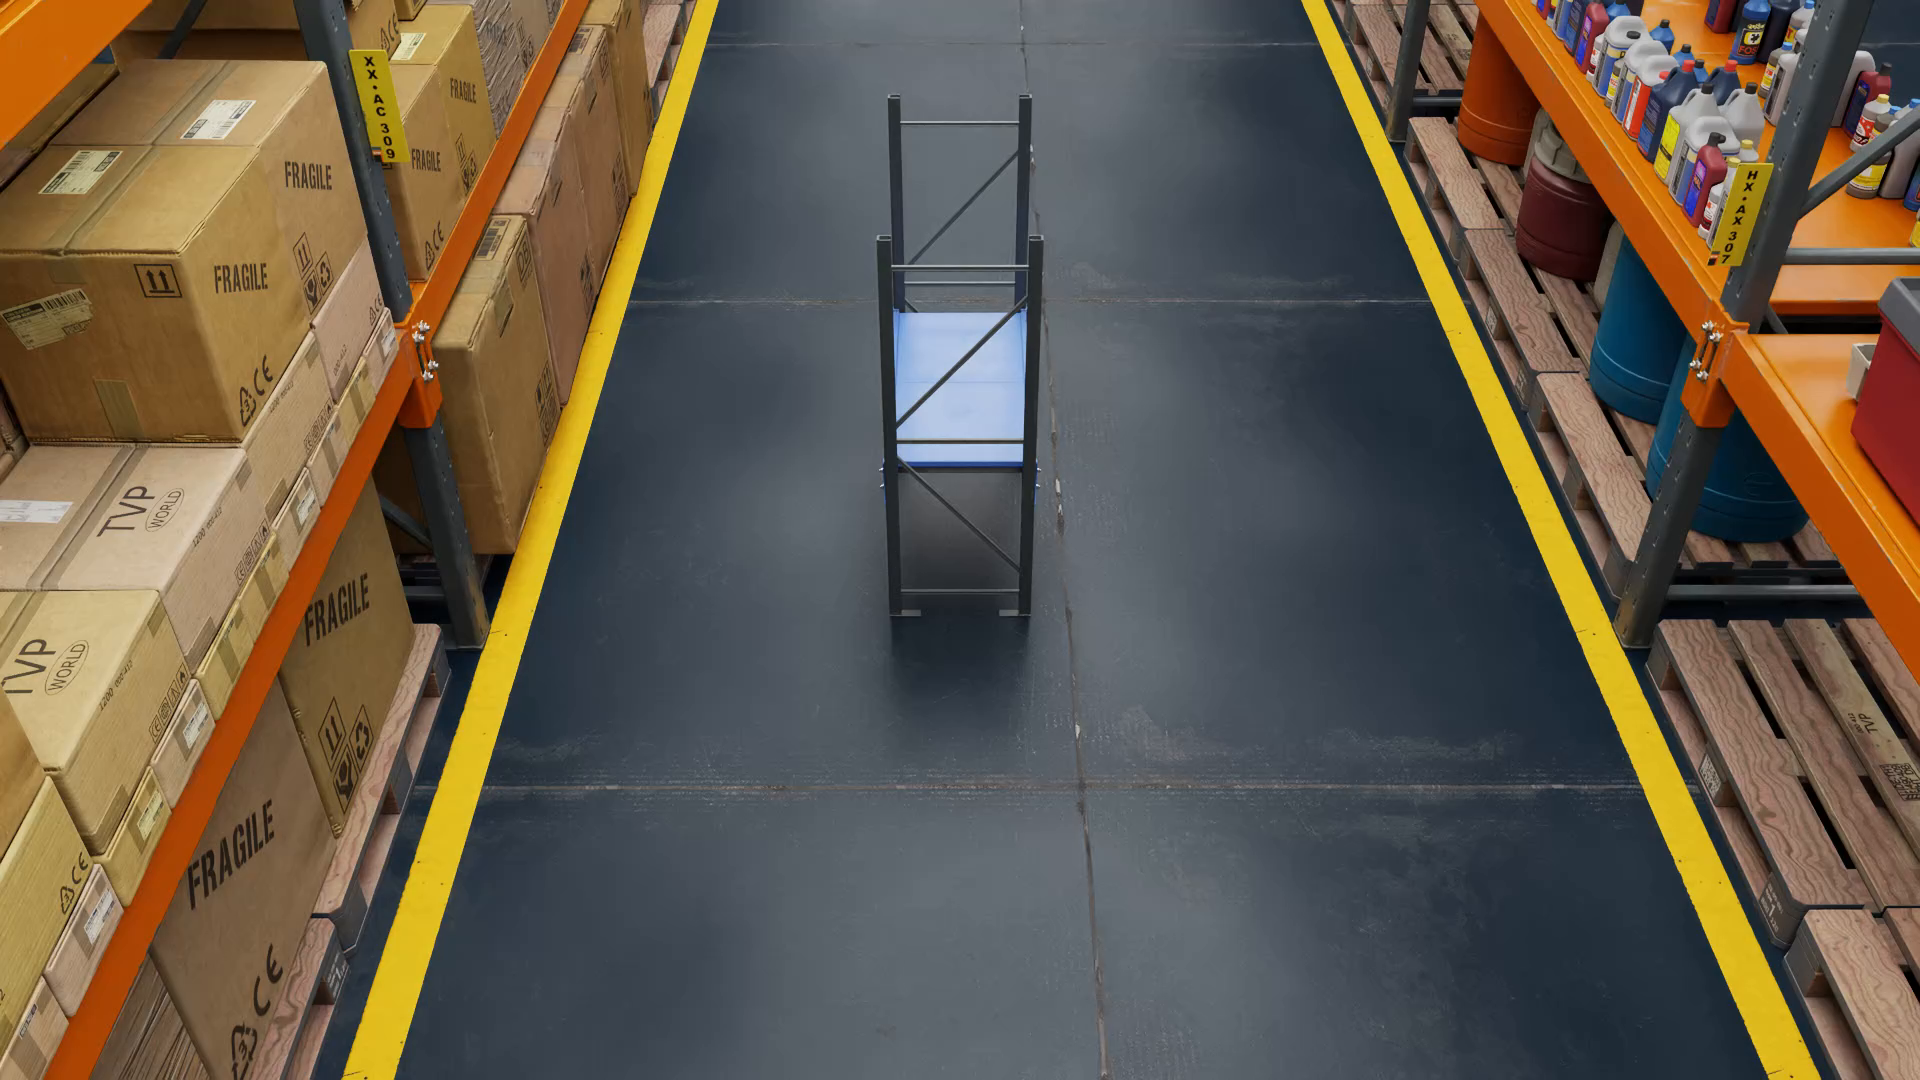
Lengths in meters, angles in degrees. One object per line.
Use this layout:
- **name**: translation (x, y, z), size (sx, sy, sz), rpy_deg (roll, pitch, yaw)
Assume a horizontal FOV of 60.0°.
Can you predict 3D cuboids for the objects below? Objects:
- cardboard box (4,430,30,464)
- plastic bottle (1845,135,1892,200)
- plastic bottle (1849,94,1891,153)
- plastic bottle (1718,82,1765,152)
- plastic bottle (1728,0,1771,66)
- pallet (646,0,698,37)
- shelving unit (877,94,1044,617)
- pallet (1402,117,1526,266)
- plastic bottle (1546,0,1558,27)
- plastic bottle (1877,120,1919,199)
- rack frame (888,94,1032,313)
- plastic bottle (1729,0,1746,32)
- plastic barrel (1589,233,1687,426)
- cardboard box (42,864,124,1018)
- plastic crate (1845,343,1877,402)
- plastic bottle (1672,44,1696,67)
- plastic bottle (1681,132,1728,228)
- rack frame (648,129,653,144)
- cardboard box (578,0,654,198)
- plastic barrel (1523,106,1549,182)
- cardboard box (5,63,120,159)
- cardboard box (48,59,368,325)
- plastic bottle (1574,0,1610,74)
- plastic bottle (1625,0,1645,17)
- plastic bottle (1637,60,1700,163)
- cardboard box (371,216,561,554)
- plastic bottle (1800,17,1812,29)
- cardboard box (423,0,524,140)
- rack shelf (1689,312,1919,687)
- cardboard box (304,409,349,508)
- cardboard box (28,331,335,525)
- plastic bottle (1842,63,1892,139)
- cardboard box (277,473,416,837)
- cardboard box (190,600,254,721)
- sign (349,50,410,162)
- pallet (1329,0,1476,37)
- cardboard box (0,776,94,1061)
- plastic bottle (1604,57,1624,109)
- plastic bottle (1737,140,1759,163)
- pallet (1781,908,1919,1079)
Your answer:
- **cardboard box**: translation (-2.419, -0.276, 4.077), size (0.500, 0.250, 0.500), rpy_deg (0, 39, 0)
- **plastic bottle**: translation (3.055, -1.256, 5.577), size (0.097, 0.201, 0.097), rpy_deg (0, 39, 0)
- **plastic bottle**: translation (3.207, -1.462, 5.834), size (0.097, 0.201, 0.097), rpy_deg (0, 39, 0)
- **plastic bottle**: translation (2.615, -1.382, 5.615), size (0.144, 0.351, 0.185), rpy_deg (0, 39, 0)
- **plastic bottle**: translation (3.061, -1.984, 6.430), size (0.097, 0.271, 0.097), rpy_deg (0, 39, 0)
- **pallet**: translation (-2.156, -3.486, 10.431), size (1.003, 0.211, 1.213), rpy_deg (0, 39, 0)
- **shelving unit**: translation (0.000, -0.639, 5.848), size (0.538, 1.500, 1.048), rpy_deg (0, 39, 0)
- **pallet**: translation (2.837, -1.747, 8.261), size (1.003, 0.211, 1.213), rpy_deg (0, 39, 0)
- **plastic bottle**: translation (2.446, -2.212, 6.715), size (0.097, 0.271, 0.097), rpy_deg (0, 39, 0)
- **plastic bottle**: translation (3.180, -1.297, 5.569), size (0.152, 0.276, 0.135), rpy_deg (0, 39, 0)
- **rack frame**: translation (-0.001, -0.956, 6.244), size (0.500, 1.500, 0.032), rpy_deg (0, 39, 0)
- **plastic bottle**: translation (3.182, -2.242, 6.688), size (0.144, 0.351, 0.185), rpy_deg (0, 39, 0)
- **plastic barrel**: translation (2.815, -0.955, 6.385), size (0.600, 0.901, 0.708), rpy_deg (0, 39, 0)
- **cardboard box**: translation (-1.823, 0.750, 3.116), size (0.380, 0.149, 0.250), rpy_deg (0, 39, -1)
- **plastic crate**: translation (2.657, -0.456, 4.583), size (0.396, 0.136, 0.243), rpy_deg (0, 39, 0)
- **plastic bottle**: translation (2.599, -1.662, 6.029), size (0.097, 0.271, 0.097), rpy_deg (0, 39, 0)
- **plastic bottle**: translation (2.430, -1.172, 5.407), size (0.061, 0.283, 0.133), rpy_deg (0, 39, 0)
- **rack frame**: translation (-2.158, -3.324, 8.000), size (1.000, 3.000, 0.127), rpy_deg (0, 39, 0)
- **cardboard box**: translation (-2.178, -2.228, 7.994), size (1.225, 0.875, 0.875), rpy_deg (-2, 39, -2)
- **plastic barrel**: translation (2.902, -1.862, 7.829), size (0.421, 0.512, 0.421), rpy_deg (0, 39, 0)
- **cardboard box**: translation (-2.409, -0.874, 4.224), size (0.500, 0.500, 0.500), rpy_deg (0, 39, 0)
- **cardboard box**: translation (-1.886, -0.886, 4.239), size (0.500, 0.500, 0.500), rpy_deg (1, 39, 1)
- **plastic bottle**: translation (2.428, -1.945, 6.372), size (0.061, 0.283, 0.133), rpy_deg (0, 39, 0)
- **plastic bottle**: translation (2.622, -2.155, 6.580), size (0.144, 0.351, 0.185), rpy_deg (0, 39, 0)
- **plastic bottle**: translation (2.471, -1.498, 5.759), size (0.144, 0.351, 0.185), rpy_deg (0, 39, 0)
- **cardboard box**: translation (-2.174, -0.558, 5.911), size (1.225, 0.875, 0.875), rpy_deg (0, 39, 0)
- **plastic bottle**: translation (3.206, -1.863, 6.279), size (0.097, 0.271, 0.097), rpy_deg (0, 39, 0)
- **cardboard box**: translation (-1.906, -1.777, 5.989), size (0.500, 0.500, 0.500), rpy_deg (-1, 39, -1)
- **rack shelf**: translation (2.802, 0.705, 3.547), size (1.077, 0.370, 4.000), rpy_deg (0, 39, 0)
- **cardboard box**: translation (-1.825, -0.213, 4.318), size (0.380, 0.149, 0.250), rpy_deg (-1, 39, -1)
- **cardboard box**: translation (-1.887, -0.281, 4.084), size (0.500, 0.250, 0.500), rpy_deg (1, 39, 1)
- **plastic bottle**: translation (3.225, -1.566, 5.899), size (0.061, 0.283, 0.133), rpy_deg (0, 39, 0)
- **cardboard box**: translation (-2.233, 0.255, 4.896), size (0.875, 0.875, 0.875), rpy_deg (0, 39, 0)
- **cardboard box**: translation (-1.824, 0.269, 3.716), size (0.380, 0.149, 0.250), rpy_deg (-1, 39, -1)
- **sign**: translation (-1.598, -1.193, 4.585), size (0.100, 0.325, 0.005), rpy_deg (0, 39, 0)
- **pallet**: translation (2.834, -3.485, 10.430), size (1.003, 0.211, 1.213), rpy_deg (0, 39, 0)
- **cardboard box**: translation (-1.884, 0.681, 2.883), size (0.500, 0.250, 0.500), rpy_deg (-1, 39, -2)
- **plastic bottle**: translation (2.447, -1.696, 6.126), size (0.097, 0.201, 0.097), rpy_deg (0, 39, 0)
- **plastic bottle**: translation (2.600, -1.236, 5.552), size (0.097, 0.201, 0.097), rpy_deg (0, 39, 0)
- **pallet**: translation (2.843, 1.486, 4.227), size (1.003, 0.211, 1.213), rpy_deg (0, 39, 0)
